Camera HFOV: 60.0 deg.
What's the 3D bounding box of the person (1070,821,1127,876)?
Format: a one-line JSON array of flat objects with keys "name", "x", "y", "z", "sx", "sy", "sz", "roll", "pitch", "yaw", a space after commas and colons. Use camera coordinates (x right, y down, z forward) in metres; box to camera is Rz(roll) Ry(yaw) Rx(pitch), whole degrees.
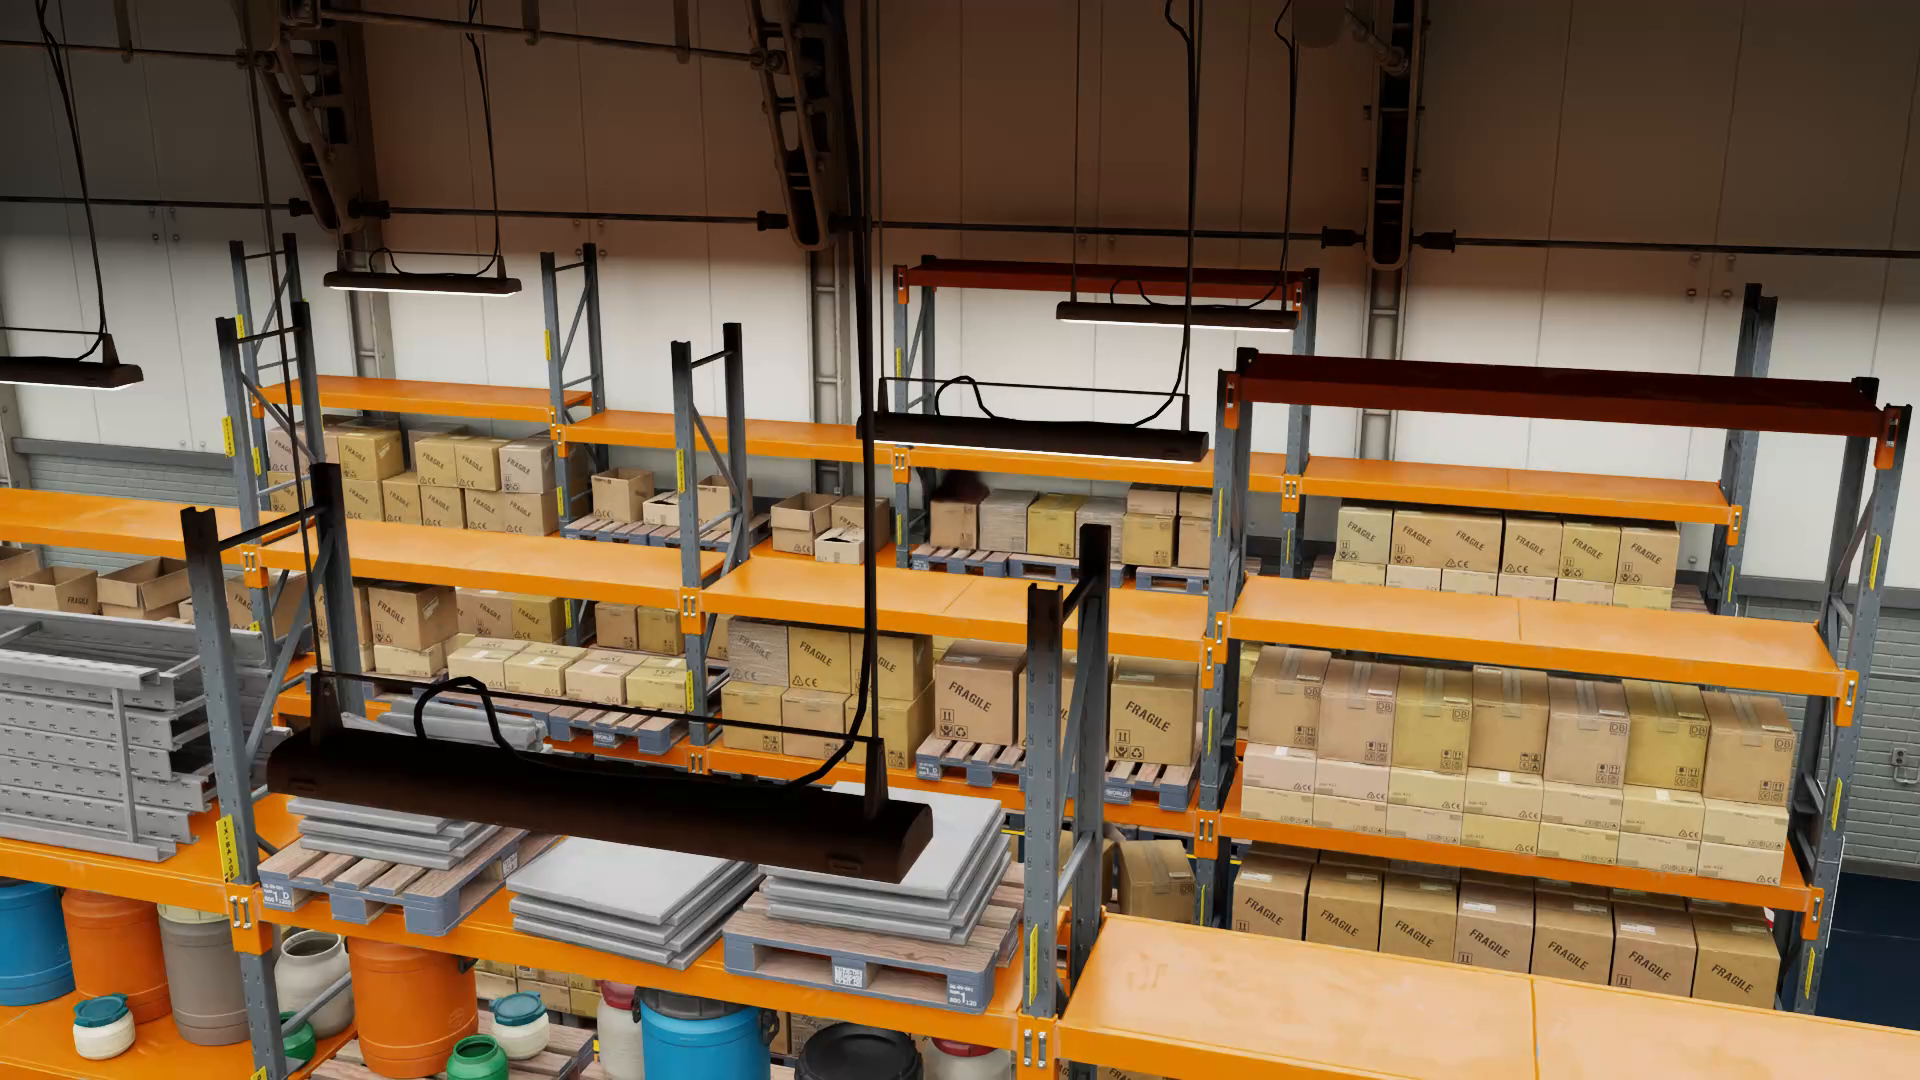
[{"name": "person", "x": 1.280, "y": 2.555, "z": 16.174, "sx": 1.029, "sy": 1.665, "sz": 0.681, "roll": 3, "pitch": 16, "yaw": 9}]
